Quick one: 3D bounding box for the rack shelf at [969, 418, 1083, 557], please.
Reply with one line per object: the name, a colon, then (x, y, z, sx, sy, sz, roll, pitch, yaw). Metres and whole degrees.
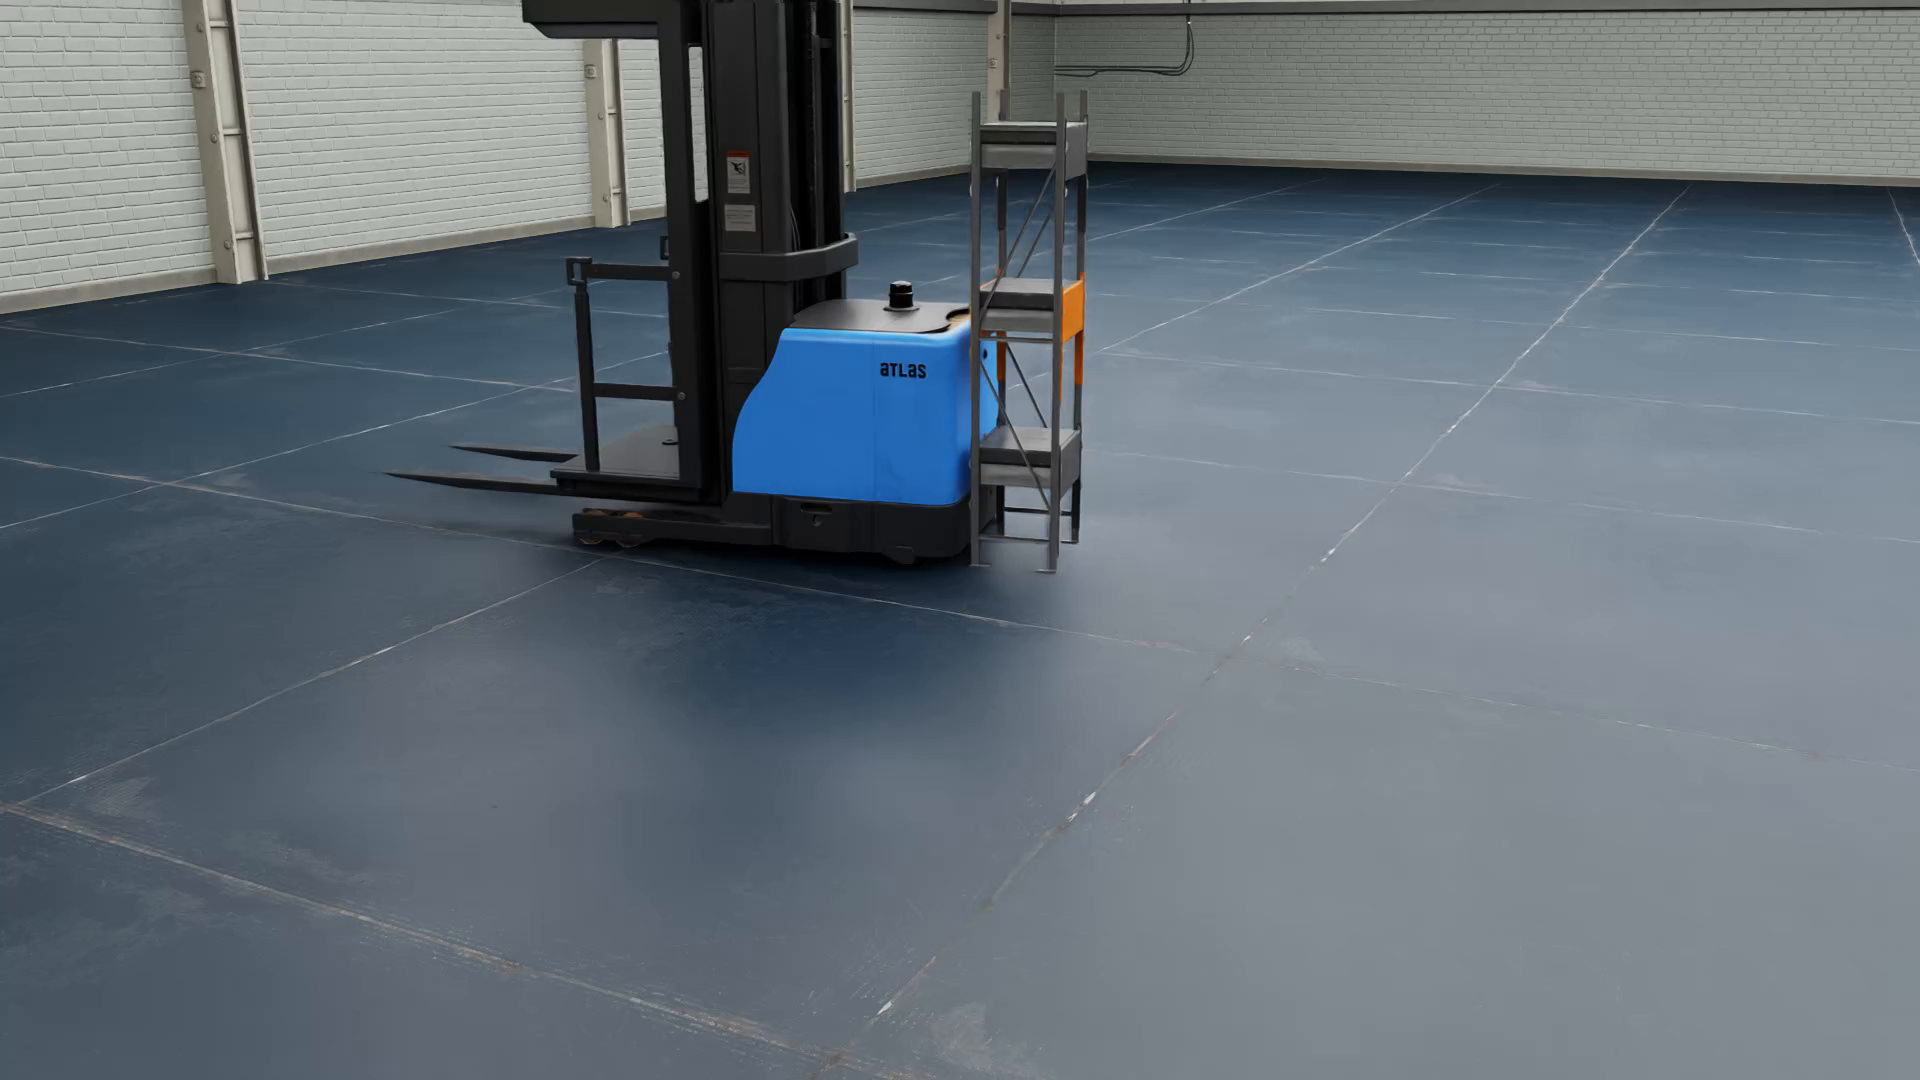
rack shelf: (0.309, -0.252, 7.691, 0.431, 0.518, 0.480, 4, 17, 15)

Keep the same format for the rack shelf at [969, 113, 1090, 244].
rack shelf: (0.309, -1.594, 7.292, 0.431, 0.518, 0.480, 4, 17, 15)

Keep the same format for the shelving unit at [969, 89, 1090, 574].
shelving unit: (0.309, -0.936, 7.488, 0.431, 2.100, 0.503, 4, 17, 15)

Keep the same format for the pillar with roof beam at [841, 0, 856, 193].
pillar with roof beam: (1.922, -9.459, 24.066, 9.100, 9.000, 0.400, 8, 18, 25)

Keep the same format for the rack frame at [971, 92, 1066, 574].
rack frame: (0.245, -0.869, 7.262, 0.400, 2.100, 0.015, 4, 17, 15)

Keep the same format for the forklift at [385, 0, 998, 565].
forklift: (-1.351, -1.506, 7.947, 3.031, 2.935, 1.130, 4, 17, 15)

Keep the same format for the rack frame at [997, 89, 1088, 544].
rack frame: (0.374, -1.003, 7.713, 0.400, 2.100, 0.015, 4, 17, 15)

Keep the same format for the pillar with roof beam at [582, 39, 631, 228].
pillar with roof beam: (-0.759, -7.931, 18.920, 9.100, 9.000, 0.400, 8, 18, 25)

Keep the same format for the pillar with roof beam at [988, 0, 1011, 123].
pillar with roof beam: (4.603, -10.987, 29.211, 9.100, 9.000, 0.400, 8, 18, 25)

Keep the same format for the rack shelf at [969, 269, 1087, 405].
rack shelf: (0.309, -0.923, 7.492, 0.431, 0.518, 0.480, 4, 17, 15)

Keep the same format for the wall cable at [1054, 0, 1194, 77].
wall cable: (3.251, -10.629, 33.458, 3.097, 2.526, 0.112, 8, 18, 25)

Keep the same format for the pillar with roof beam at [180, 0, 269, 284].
pillar with roof beam: (-3.440, -6.402, 13.775, 9.100, 9.000, 0.400, 8, 18, 25)
